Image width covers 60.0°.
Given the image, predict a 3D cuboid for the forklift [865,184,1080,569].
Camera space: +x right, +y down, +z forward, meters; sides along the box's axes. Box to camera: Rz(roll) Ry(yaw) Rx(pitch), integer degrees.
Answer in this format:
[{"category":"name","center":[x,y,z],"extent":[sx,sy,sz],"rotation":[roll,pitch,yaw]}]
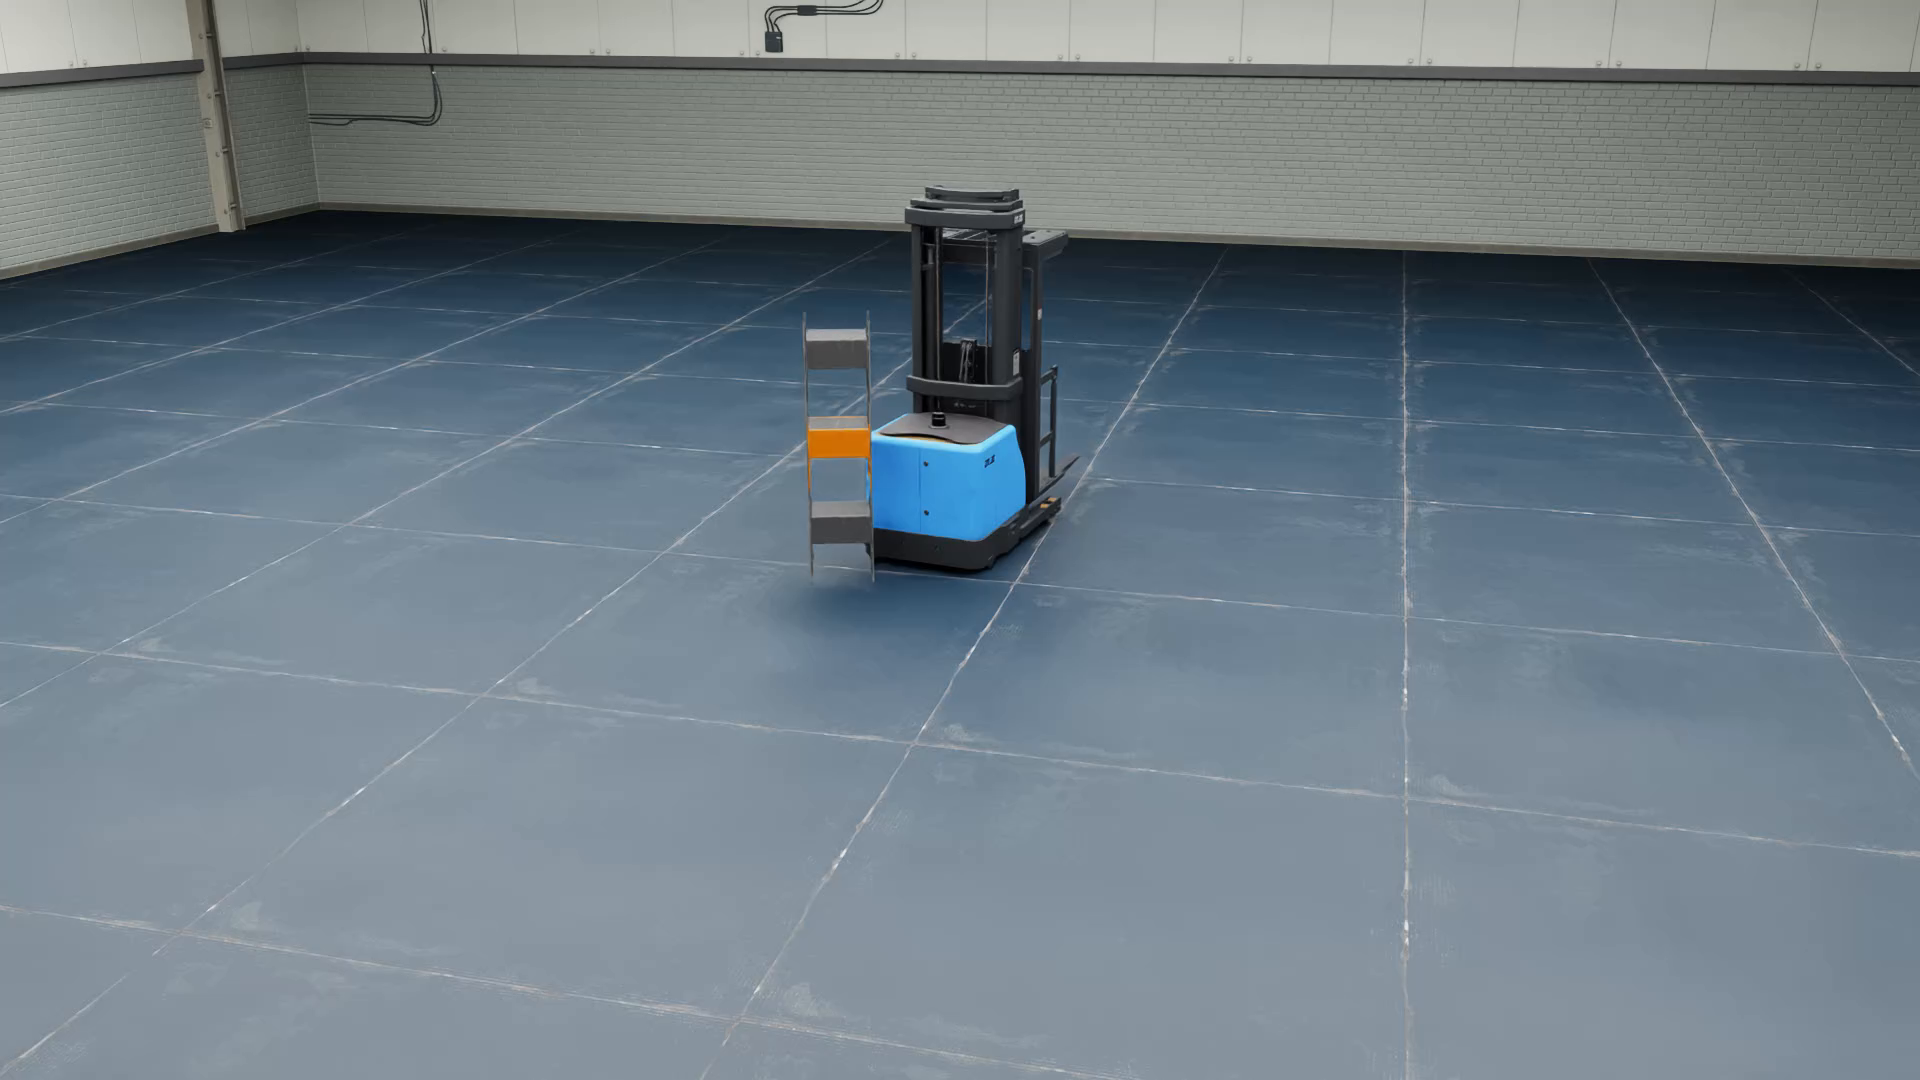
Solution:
[{"category":"forklift","center":[0.257,-1.590,14.307],"extent":[1.130,2.935,3.031],"rotation":[8,20,21]}]

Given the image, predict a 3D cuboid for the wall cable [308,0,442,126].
[{"category":"wall cable","center":[-11.654,-9.416,32.636],"extent":[3.097,2.526,0.112],"rotation":[5,19,13]}]

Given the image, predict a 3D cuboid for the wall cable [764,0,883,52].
[{"category":"wall cable","center":[-2.452,-11.740,29.374],"extent":[2.305,6.003,0.169],"rotation":[5,19,13]}]

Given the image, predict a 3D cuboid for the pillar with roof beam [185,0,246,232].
[{"category":"pillar with roof beam","center":[-9.481,-9.726,28.741],"extent":[9.100,9.000,0.400],"rotation":[5,19,13]}]

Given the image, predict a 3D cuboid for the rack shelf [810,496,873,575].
[{"category":"rack shelf","center":[-0.945,-0.037,13.254],"extent":[0.480,0.518,0.431],"rotation":[-1,19,-4]}]

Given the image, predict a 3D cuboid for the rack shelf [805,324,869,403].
[{"category":"rack shelf","center":[-0.945,-1.362,12.802],"extent":[0.480,0.518,0.431],"rotation":[-1,19,-4]}]

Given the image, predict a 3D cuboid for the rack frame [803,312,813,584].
[{"category":"rack frame","center":[-1.188,-0.707,13.008],"extent":[0.015,2.100,0.400],"rotation":[-1,19,-4]}]

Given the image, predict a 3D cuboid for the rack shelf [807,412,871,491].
[{"category":"rack shelf","center":[-0.945,-0.699,13.028],"extent":[0.480,0.518,0.431],"rotation":[-1,19,-4]}]

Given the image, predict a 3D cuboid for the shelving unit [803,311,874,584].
[{"category":"shelving unit","center":[-0.945,-0.712,13.024],"extent":[0.503,2.100,0.431],"rotation":[-1,19,-4]}]

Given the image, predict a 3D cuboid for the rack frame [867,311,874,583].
[{"category":"rack frame","center":[-0.702,-0.717,13.040],"extent":[0.015,2.100,0.400],"rotation":[-1,19,-4]}]
